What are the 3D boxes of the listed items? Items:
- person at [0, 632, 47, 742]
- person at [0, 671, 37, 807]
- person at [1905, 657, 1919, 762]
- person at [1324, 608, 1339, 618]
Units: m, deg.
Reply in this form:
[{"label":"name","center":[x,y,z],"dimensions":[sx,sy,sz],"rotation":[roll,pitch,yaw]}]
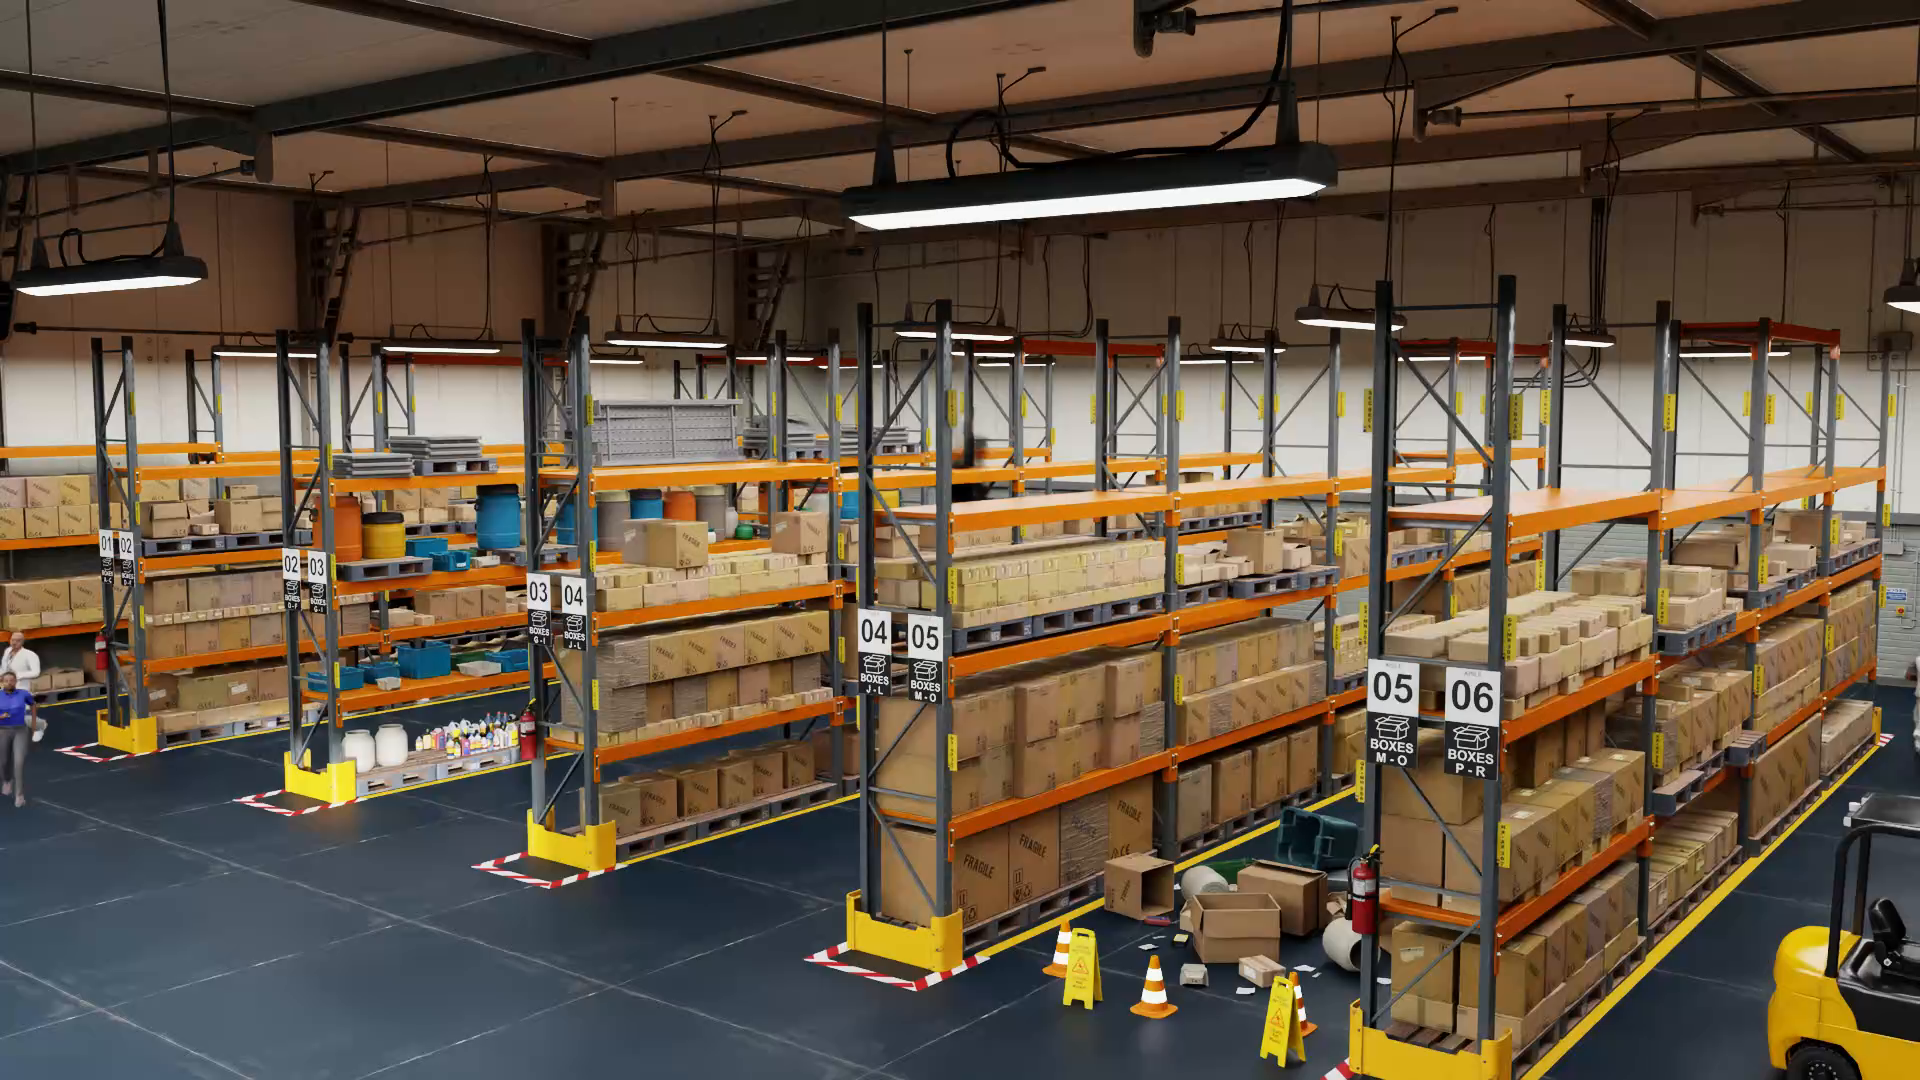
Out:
[{"label":"person","center":[-13.725,2.214,24.224],"dimensions":[0.733,1.755,0.956],"rotation":[1,5,10]},{"label":"person","center":[-12.019,2.484,21.074],"dimensions":[0.604,1.663,0.900],"rotation":[-3,6,-33]},{"label":"person","center":[13.526,2.227,23.175],"dimensions":[0.662,1.770,0.993],"rotation":[4,6,36]},{"label":"person","center":[6.062,1.953,26.804],"dimensions":[0.805,1.780,0.673],"rotation":[-5,7,-44]}]
